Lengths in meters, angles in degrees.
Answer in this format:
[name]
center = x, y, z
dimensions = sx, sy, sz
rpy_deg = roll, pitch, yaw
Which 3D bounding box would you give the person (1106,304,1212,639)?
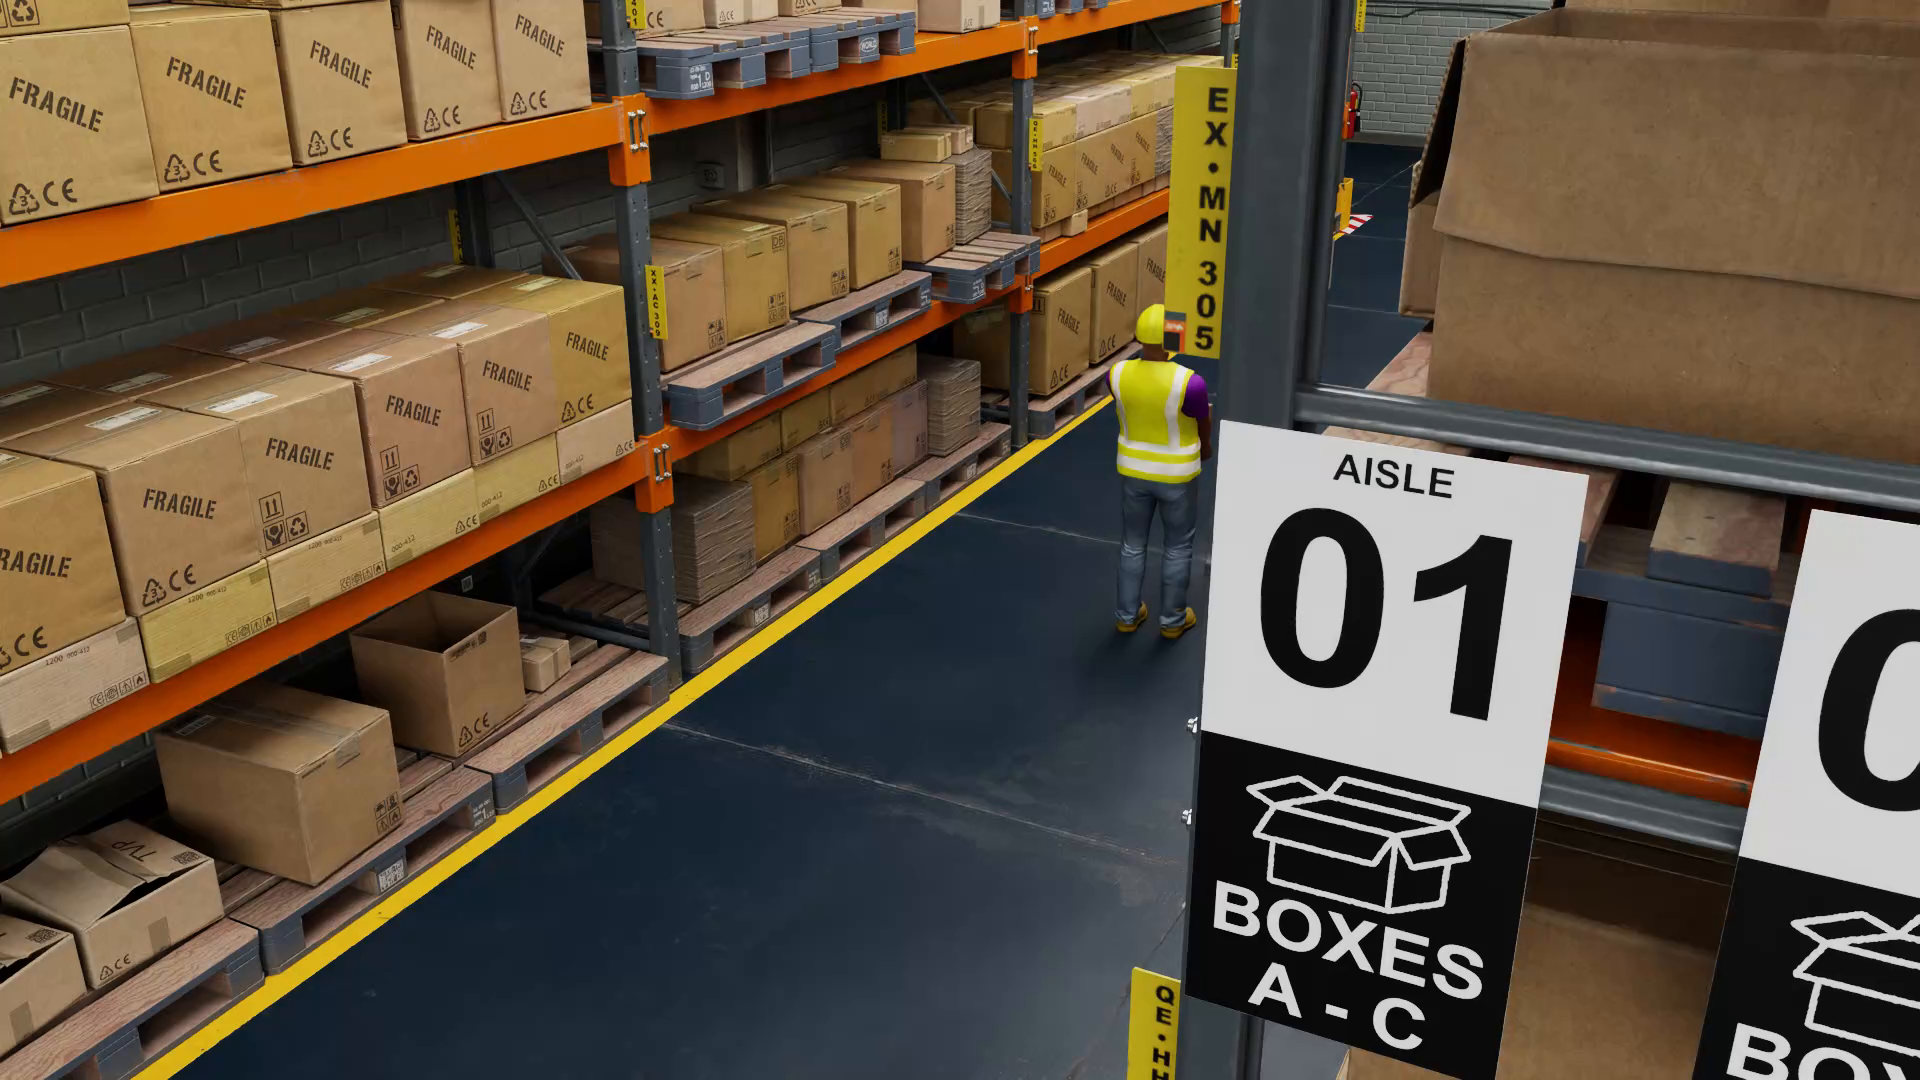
[person]
center = 1.030, -0.371, 8.460
dimensions = 0.502, 1.761, 0.577
rpy_deg = 11, 25, 25
